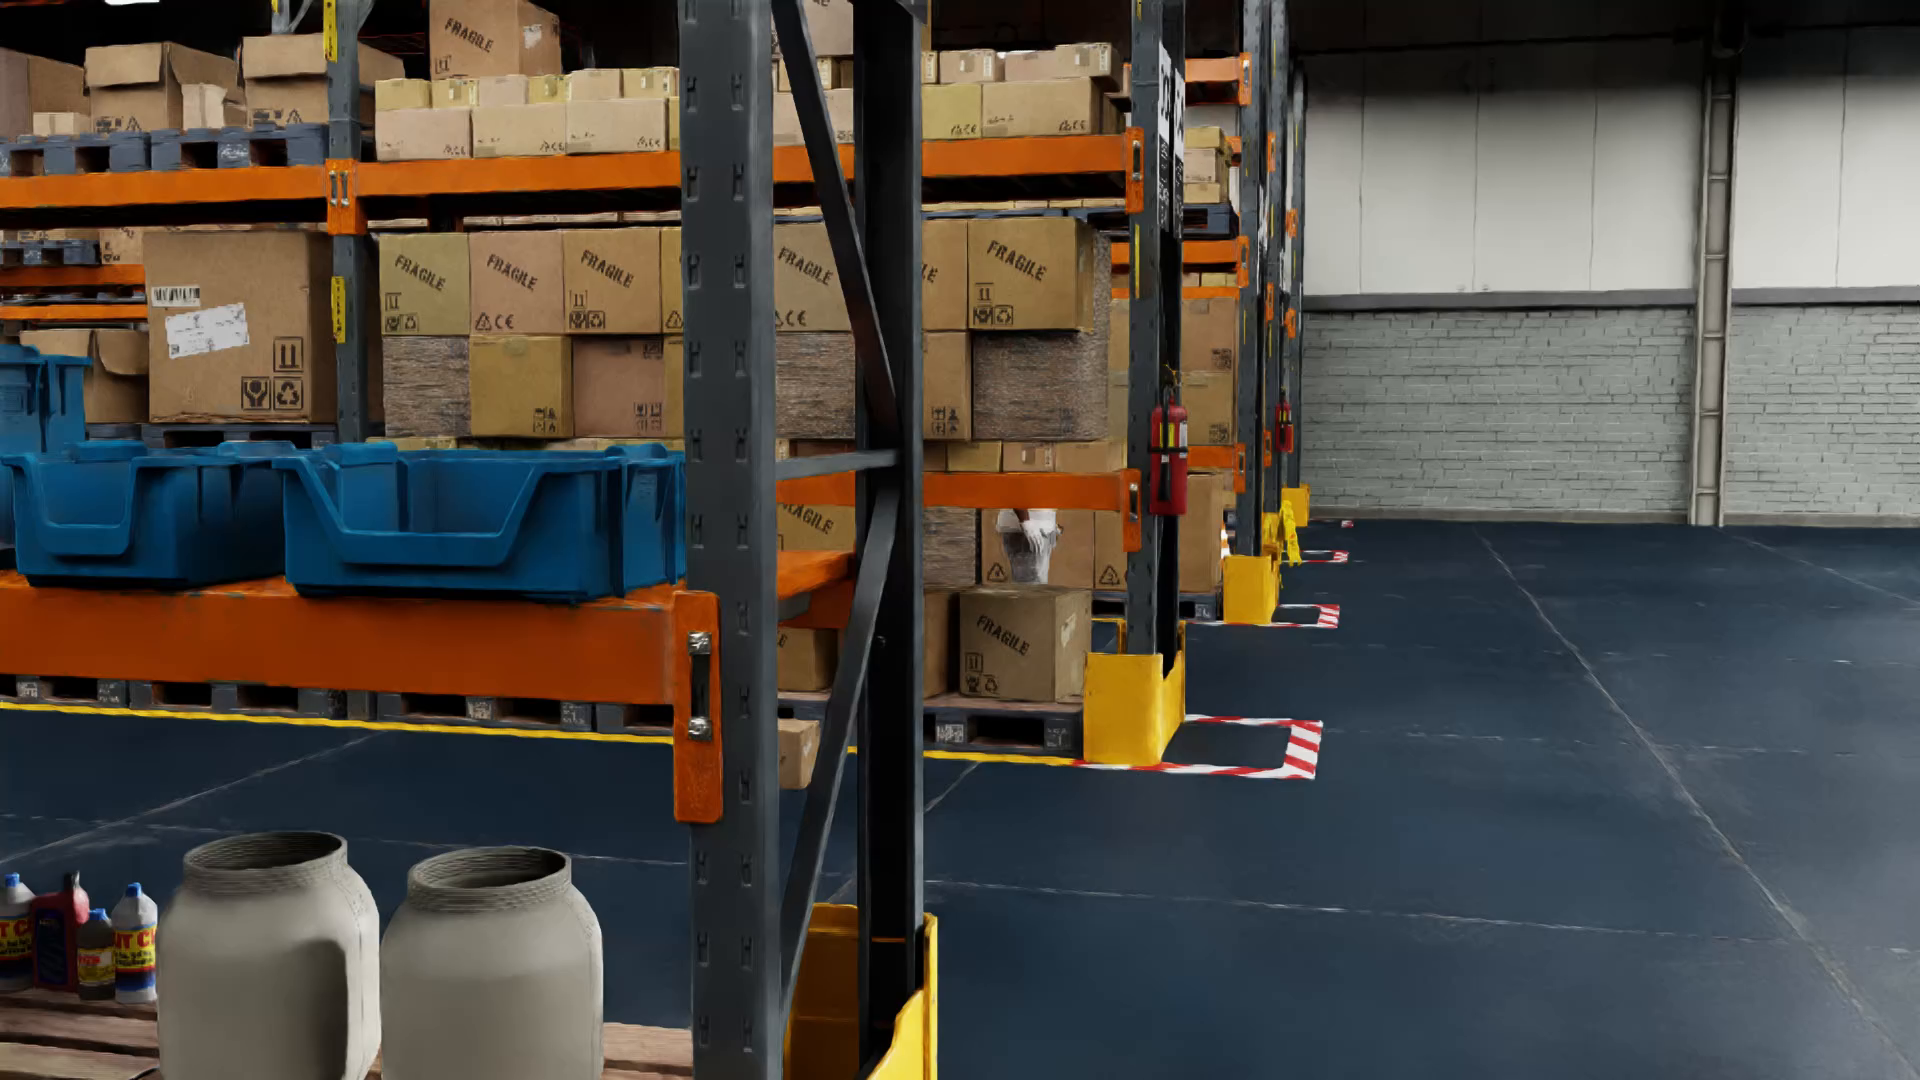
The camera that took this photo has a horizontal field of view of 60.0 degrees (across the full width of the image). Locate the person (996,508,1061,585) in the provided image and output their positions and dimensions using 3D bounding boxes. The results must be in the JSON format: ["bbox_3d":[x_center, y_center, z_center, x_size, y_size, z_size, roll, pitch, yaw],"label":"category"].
[{"bbox_3d":[0.411,-0.047,9.625,0.521,1.744,0.698,1,5,12],"label":"person"}]
